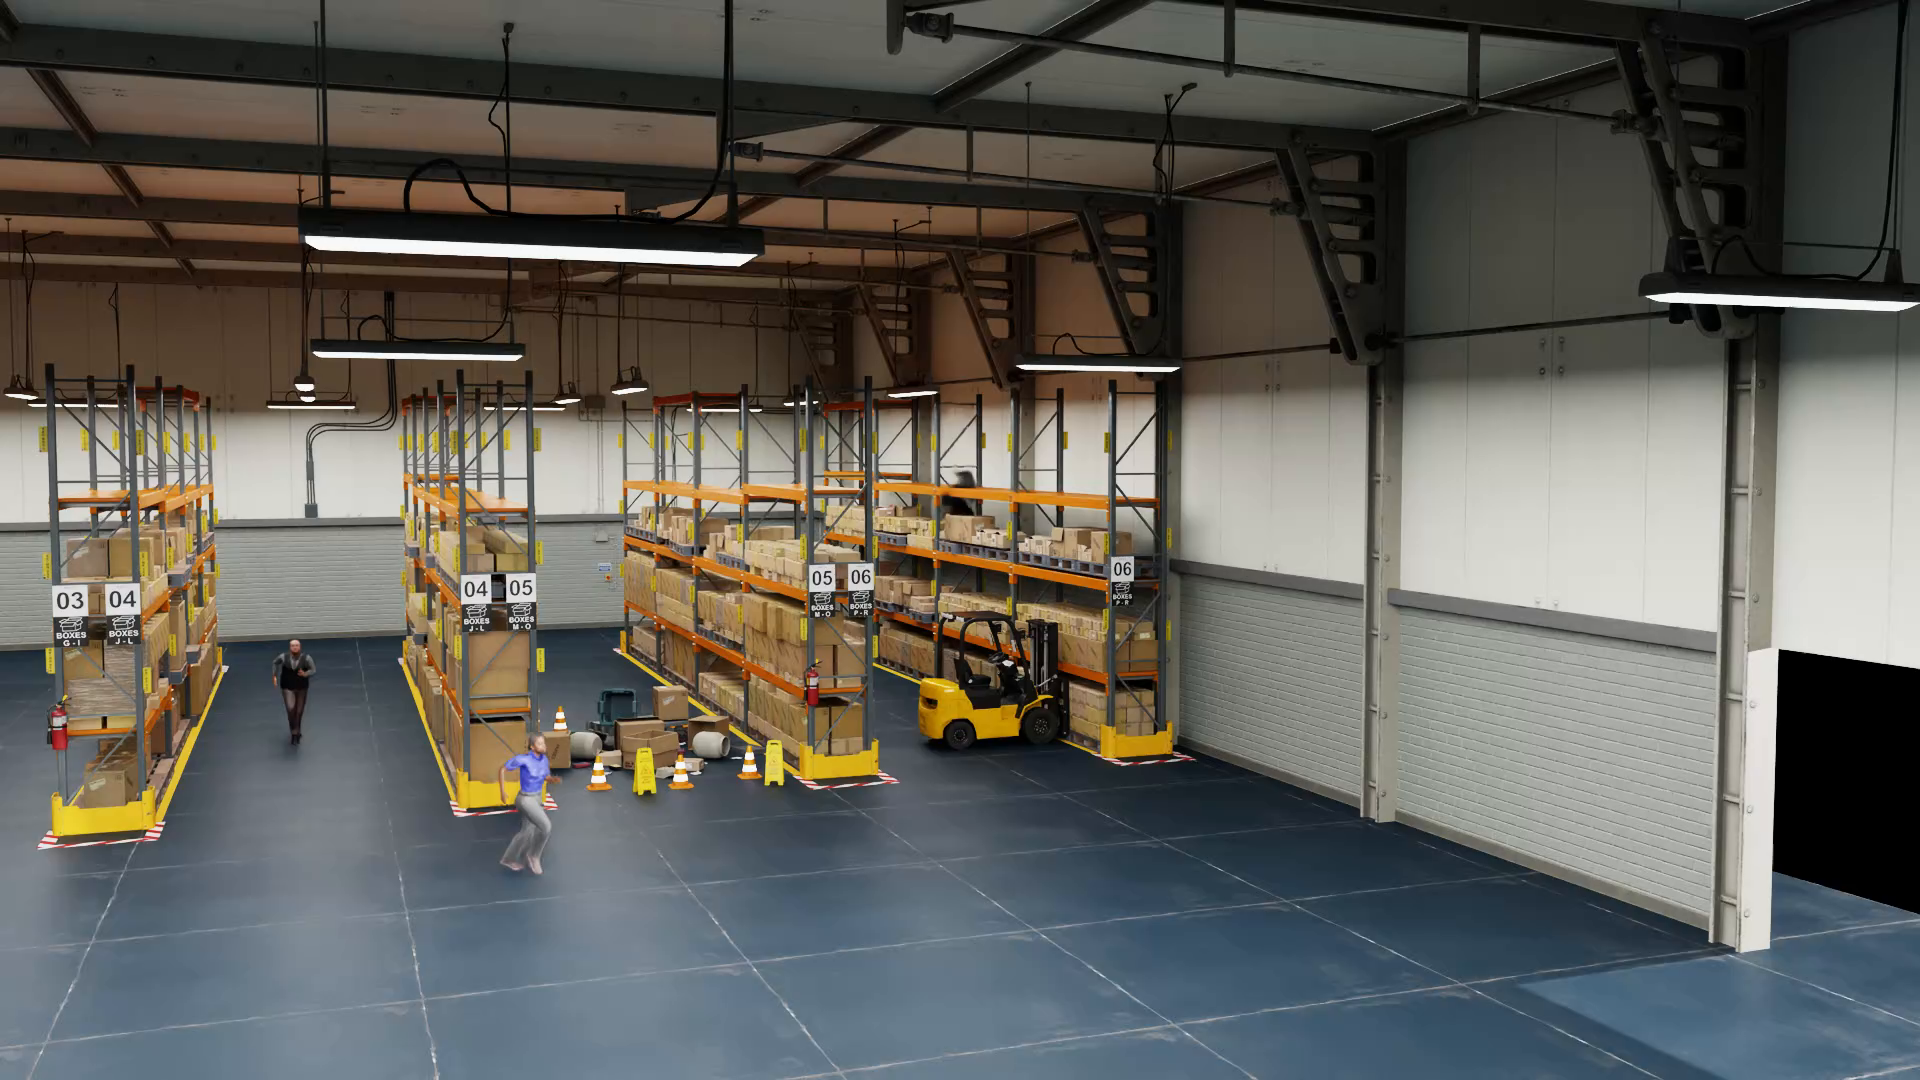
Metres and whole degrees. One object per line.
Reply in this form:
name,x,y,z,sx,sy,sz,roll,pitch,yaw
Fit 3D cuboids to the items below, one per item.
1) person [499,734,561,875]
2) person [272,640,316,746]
person,-4.979,3.060,19.230,0.797,1.625,0.603,1,4,21
person,-11.106,2.532,27.764,0.679,1.759,0.852,-1,4,-23
